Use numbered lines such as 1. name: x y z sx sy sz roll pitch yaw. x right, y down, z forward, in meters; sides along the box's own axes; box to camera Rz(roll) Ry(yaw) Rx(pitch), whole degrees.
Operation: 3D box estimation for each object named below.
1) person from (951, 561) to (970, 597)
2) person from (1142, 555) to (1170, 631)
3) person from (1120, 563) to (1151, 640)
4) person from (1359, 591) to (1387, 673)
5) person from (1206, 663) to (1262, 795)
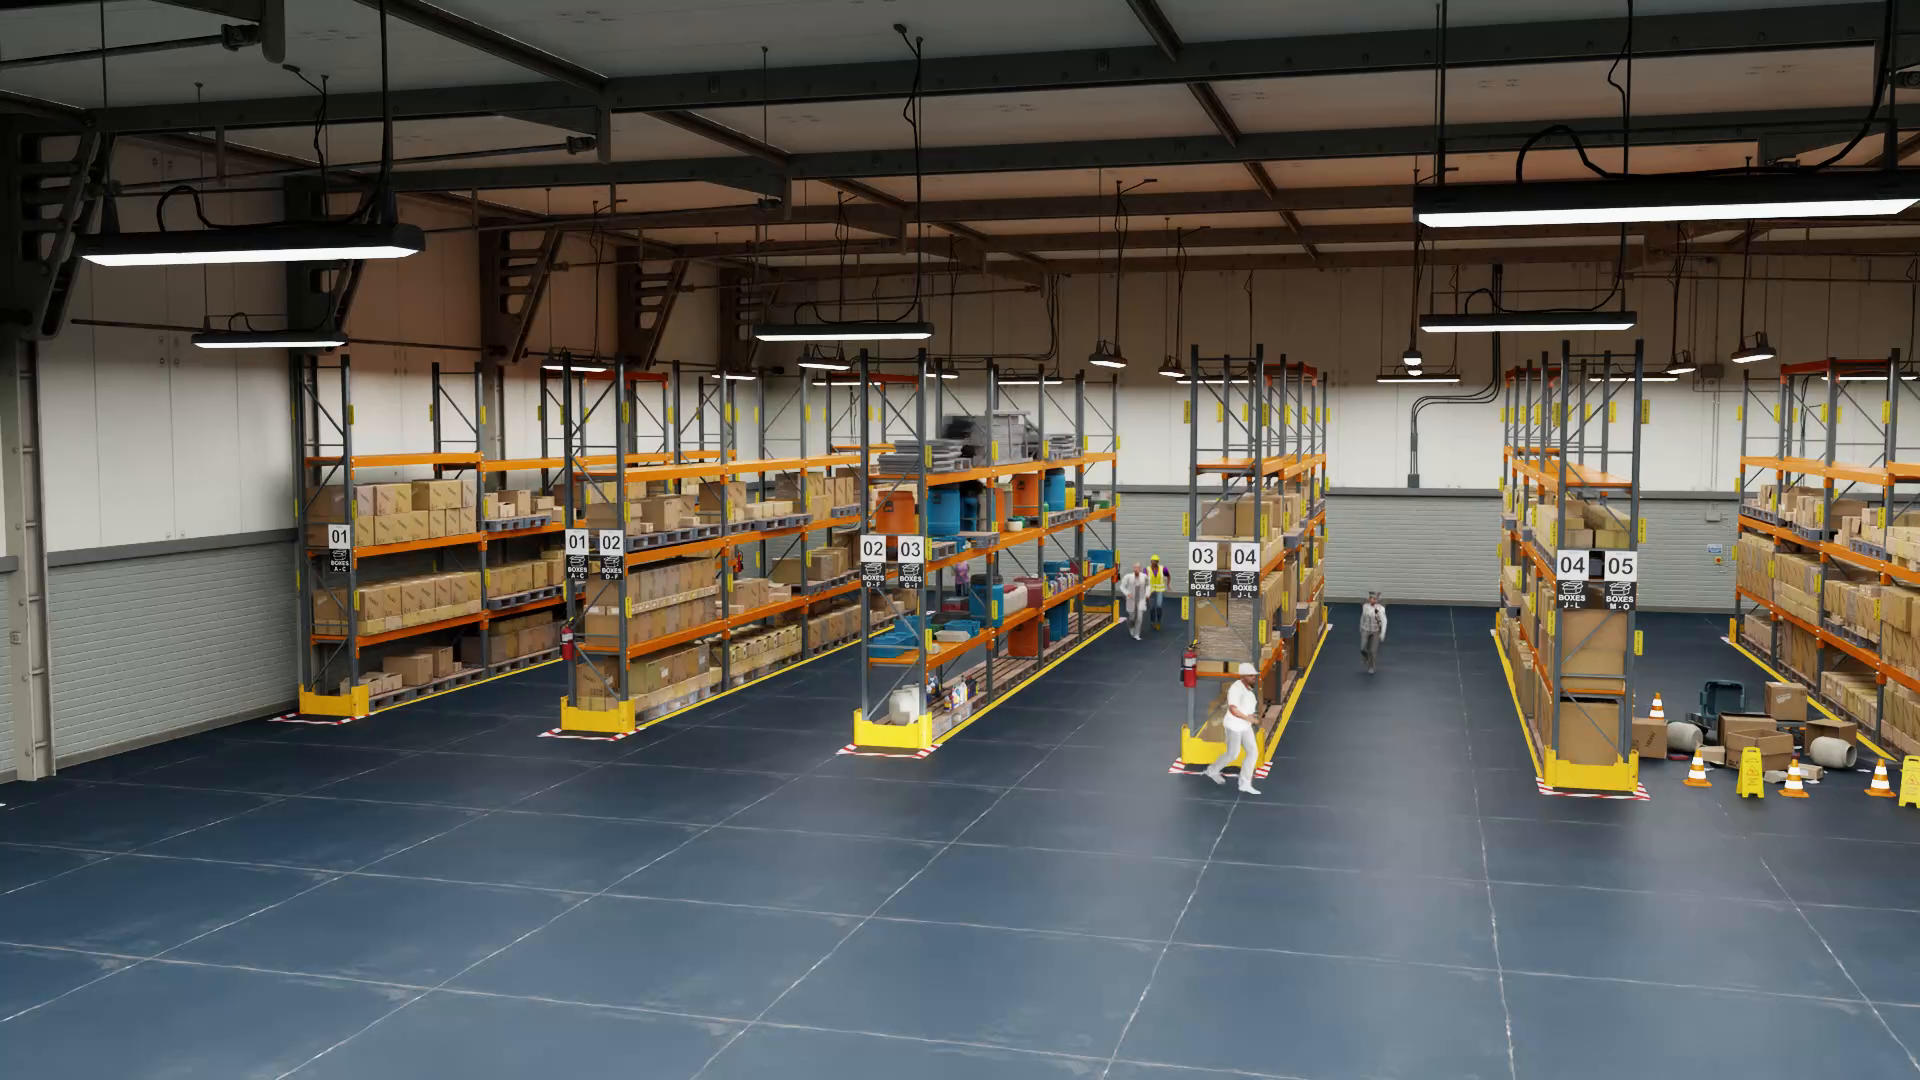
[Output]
1. person: 0.020 1.092 41.382 0.510 1.618 0.769 0 4 -6
2. person: 4.544 1.227 38.670 0.673 1.786 0.805 1 4 9
3. person: 3.925 1.360 37.216 0.711 1.731 0.825 0 4 1
4. person: 7.991 1.777 32.225 0.639 1.619 0.623 2 5 30
5. person: 3.603 2.481 22.036 0.833 1.743 0.668 3 5 37
